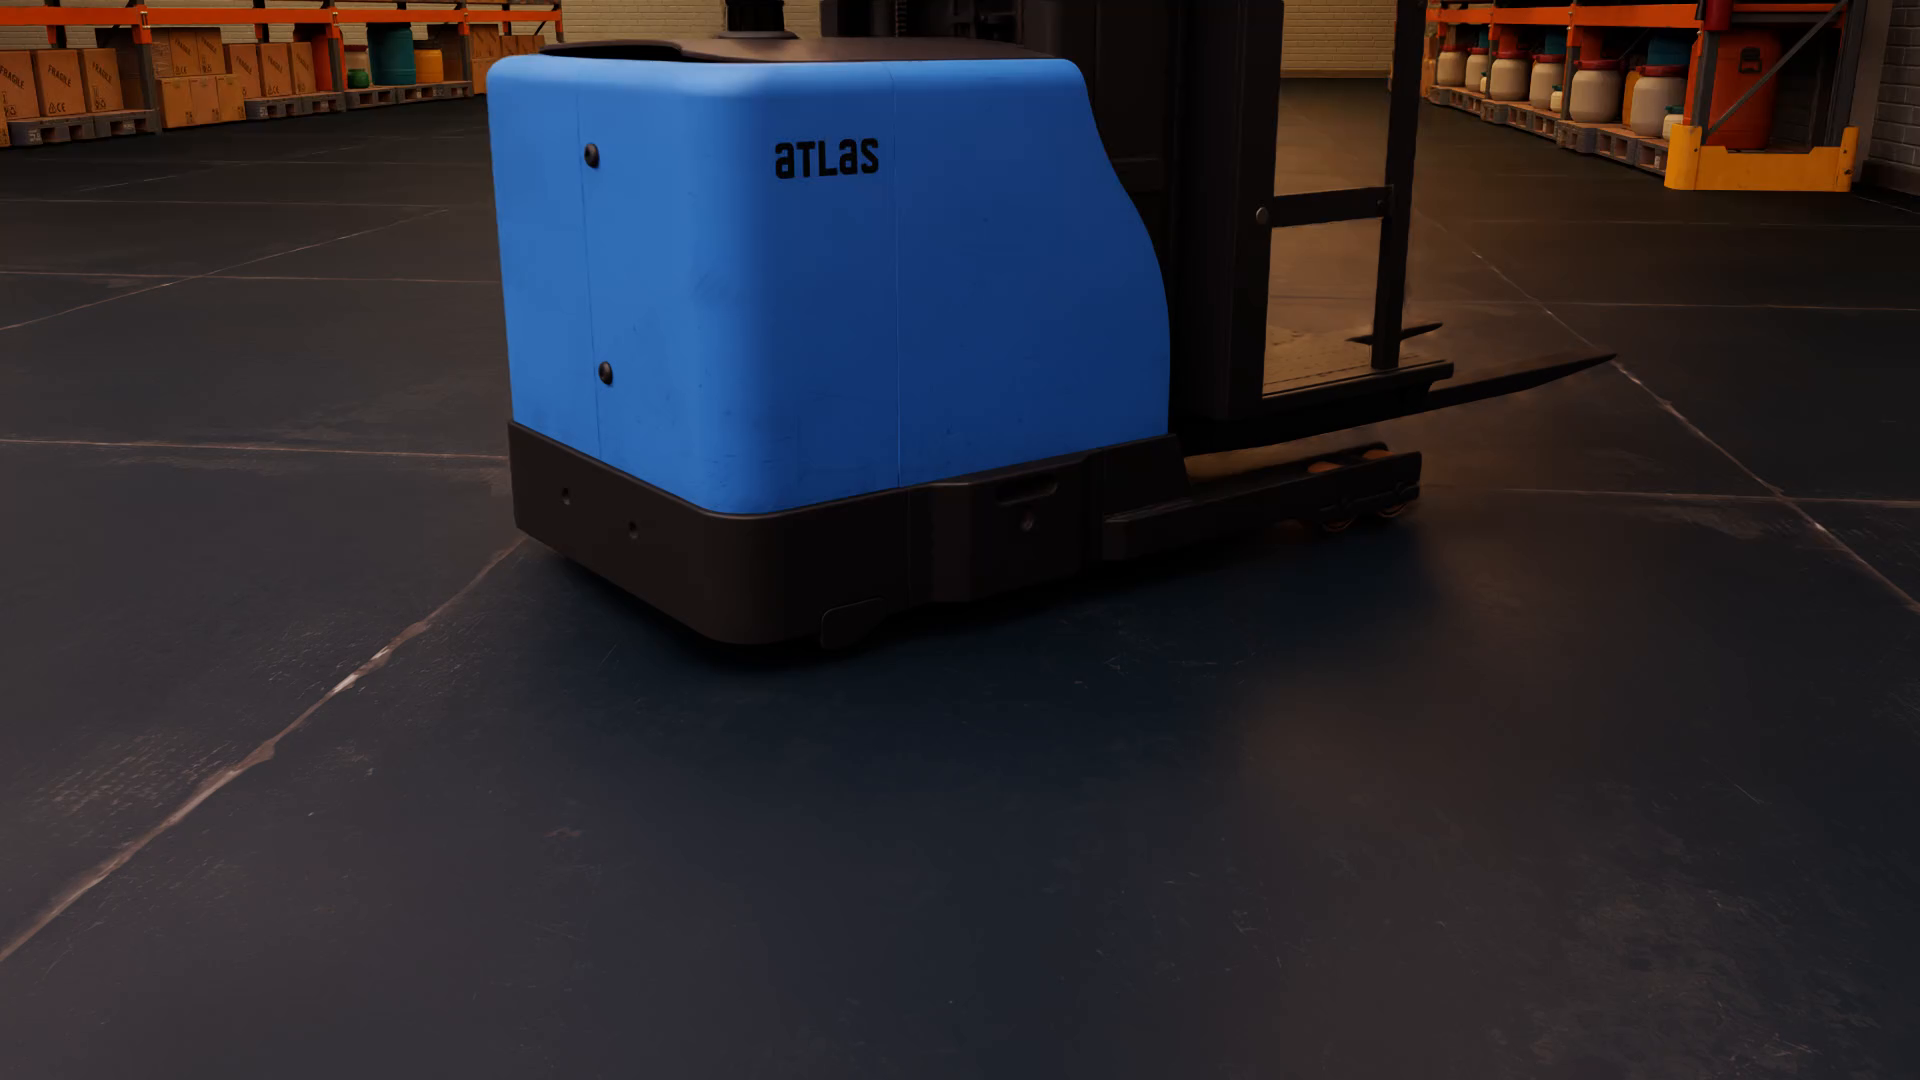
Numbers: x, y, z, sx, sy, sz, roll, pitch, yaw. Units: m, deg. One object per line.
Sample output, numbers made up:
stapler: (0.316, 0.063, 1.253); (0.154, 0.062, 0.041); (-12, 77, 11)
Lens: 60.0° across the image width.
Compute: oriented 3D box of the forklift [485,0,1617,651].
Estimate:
forklift: (0.488, -1.528, 3.798); (3.031, 2.935, 1.130); (-13, 22, -35)
